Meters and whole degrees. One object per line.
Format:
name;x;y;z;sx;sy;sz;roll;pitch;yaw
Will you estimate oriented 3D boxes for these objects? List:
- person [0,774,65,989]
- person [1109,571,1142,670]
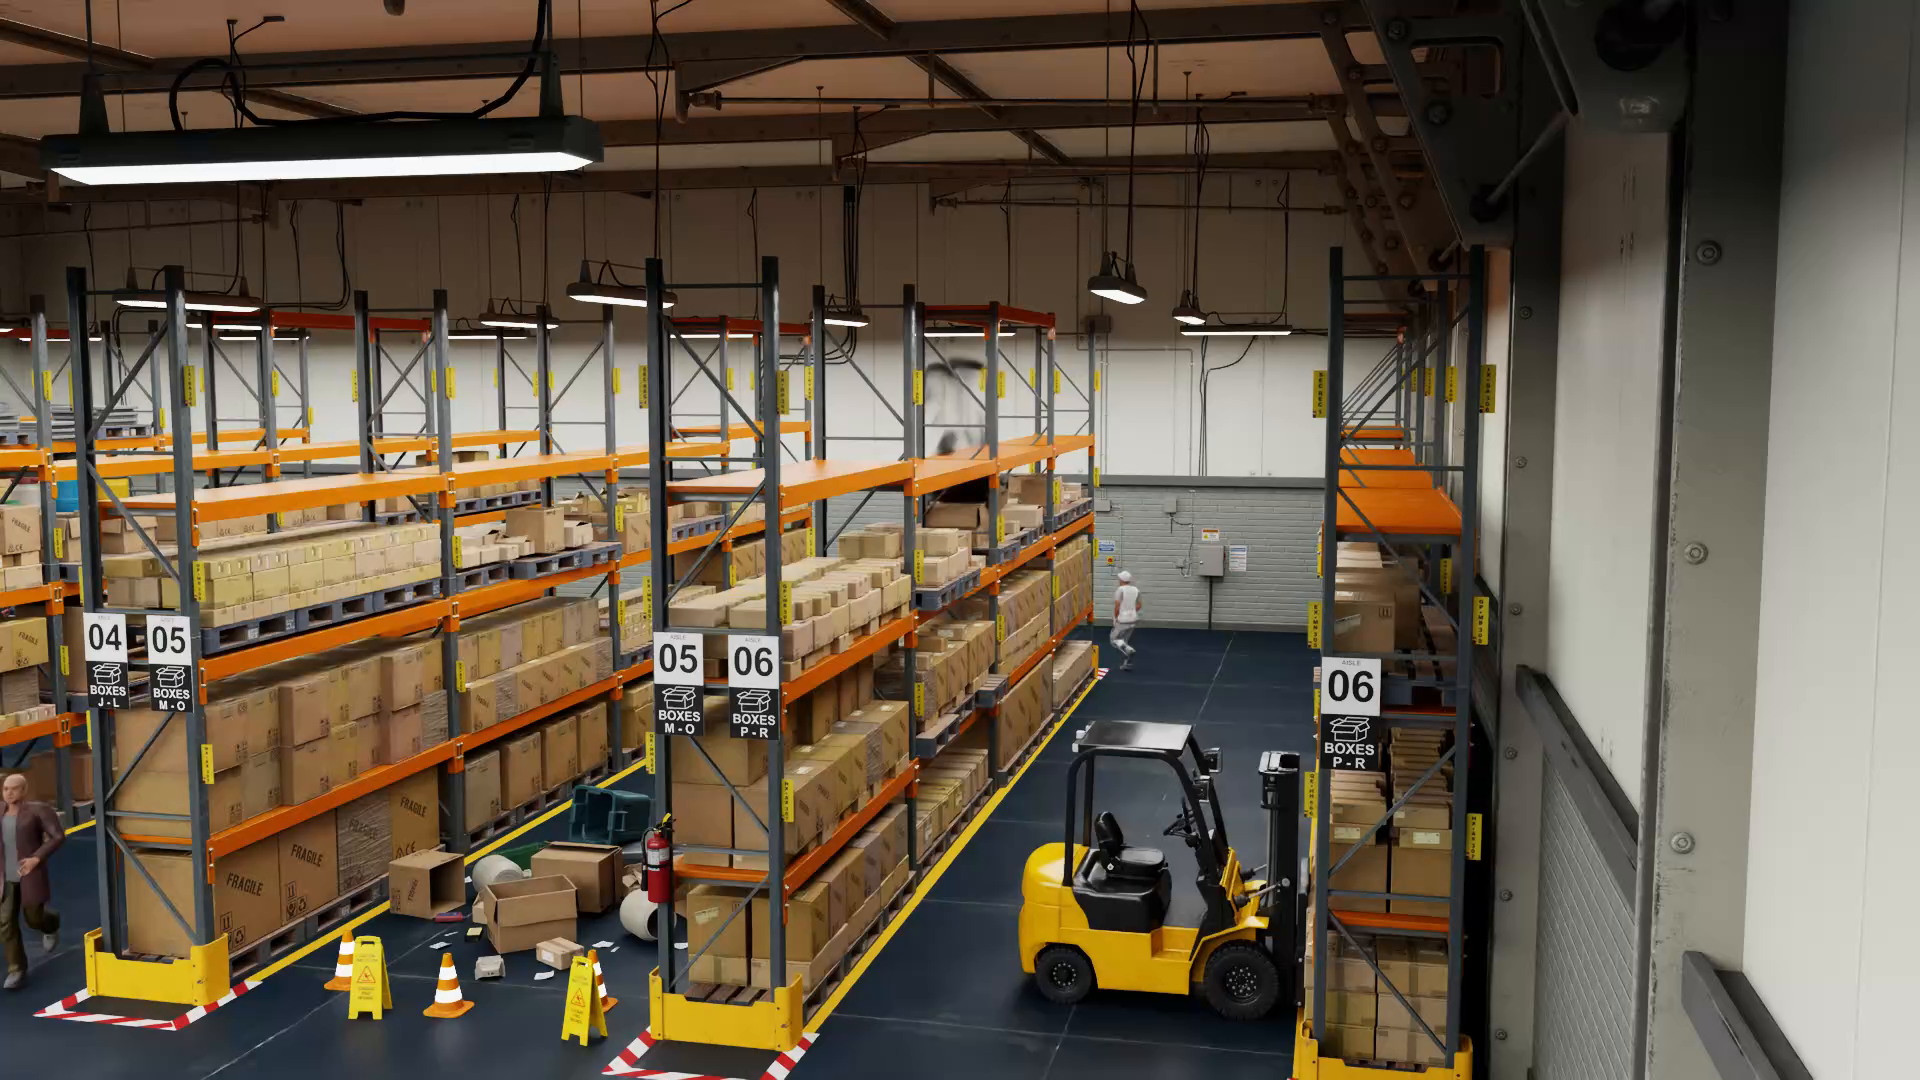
person;-8.012;2.849;14.211;0.744;1.750;0.945;-1;6;-8
person;2.876;1.398;28.839;0.673;1.730;0.621;-4;7;-37
